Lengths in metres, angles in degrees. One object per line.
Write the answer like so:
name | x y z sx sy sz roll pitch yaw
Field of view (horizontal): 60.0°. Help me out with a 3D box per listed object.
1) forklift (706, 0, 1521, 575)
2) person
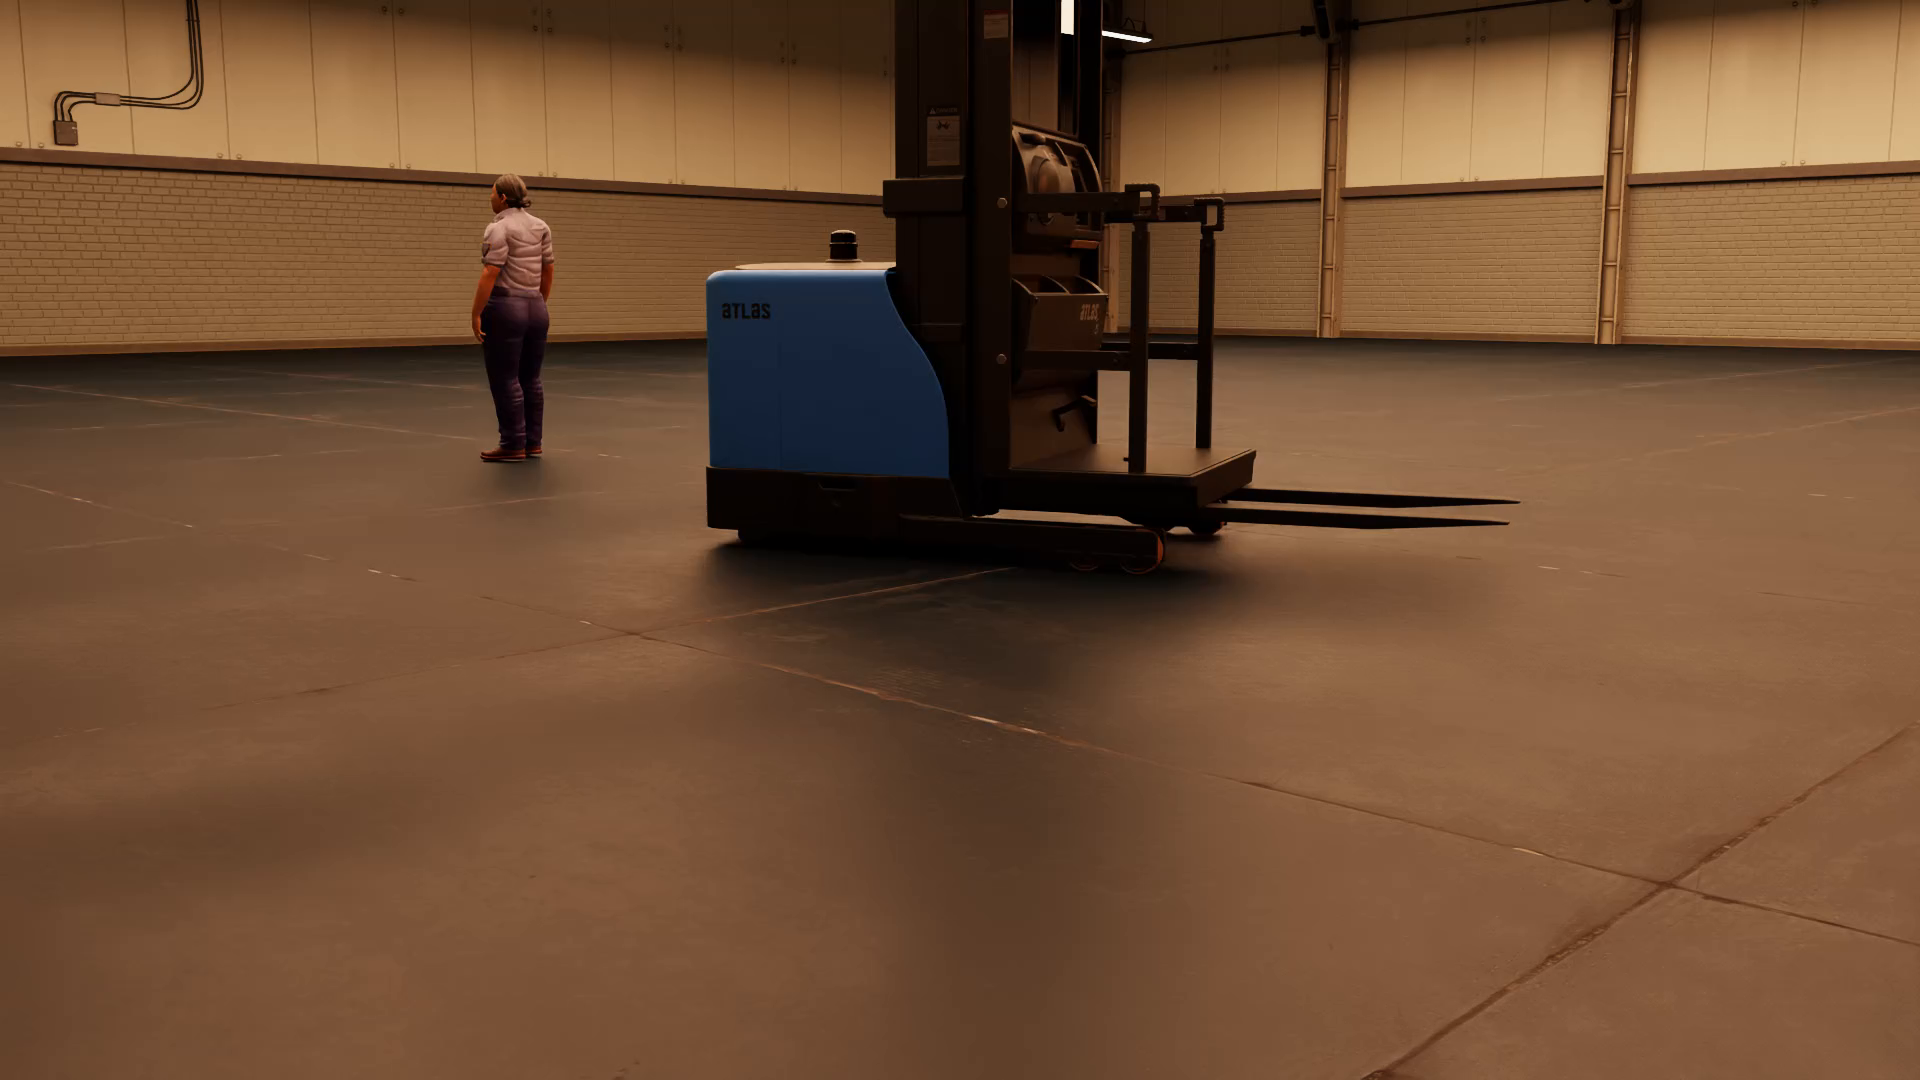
forklift | 0.565 -1.416 6.275 3.031 2.935 1.130 3 9 22
person | -2.669 -1.296 9.739 0.504 1.652 0.599 5 10 29
